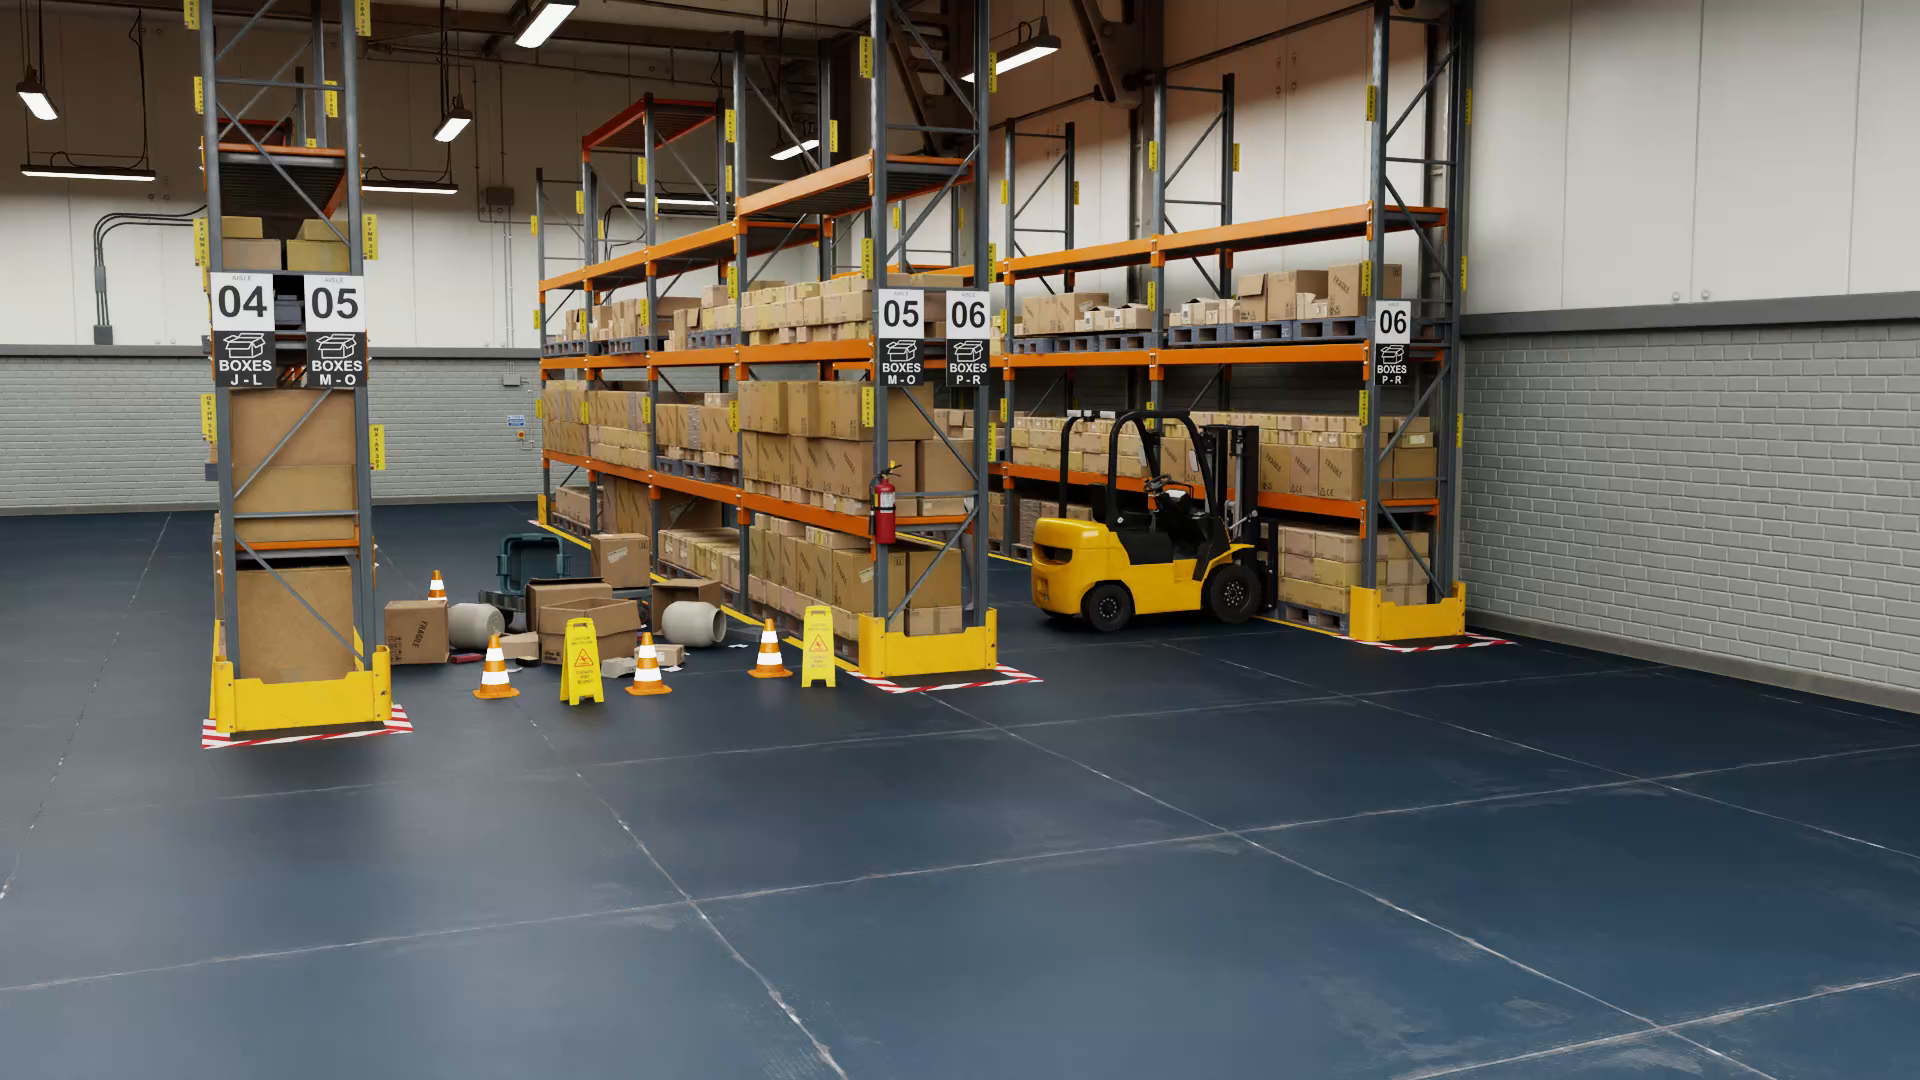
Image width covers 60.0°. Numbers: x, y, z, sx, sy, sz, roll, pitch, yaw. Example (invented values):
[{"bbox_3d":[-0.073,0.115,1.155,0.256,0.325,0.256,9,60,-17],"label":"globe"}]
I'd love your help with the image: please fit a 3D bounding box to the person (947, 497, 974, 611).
[{"bbox_3d":[0.040,-0.077,17.794,0.440,1.667,0.343,4,7,36],"label":"person"}]
